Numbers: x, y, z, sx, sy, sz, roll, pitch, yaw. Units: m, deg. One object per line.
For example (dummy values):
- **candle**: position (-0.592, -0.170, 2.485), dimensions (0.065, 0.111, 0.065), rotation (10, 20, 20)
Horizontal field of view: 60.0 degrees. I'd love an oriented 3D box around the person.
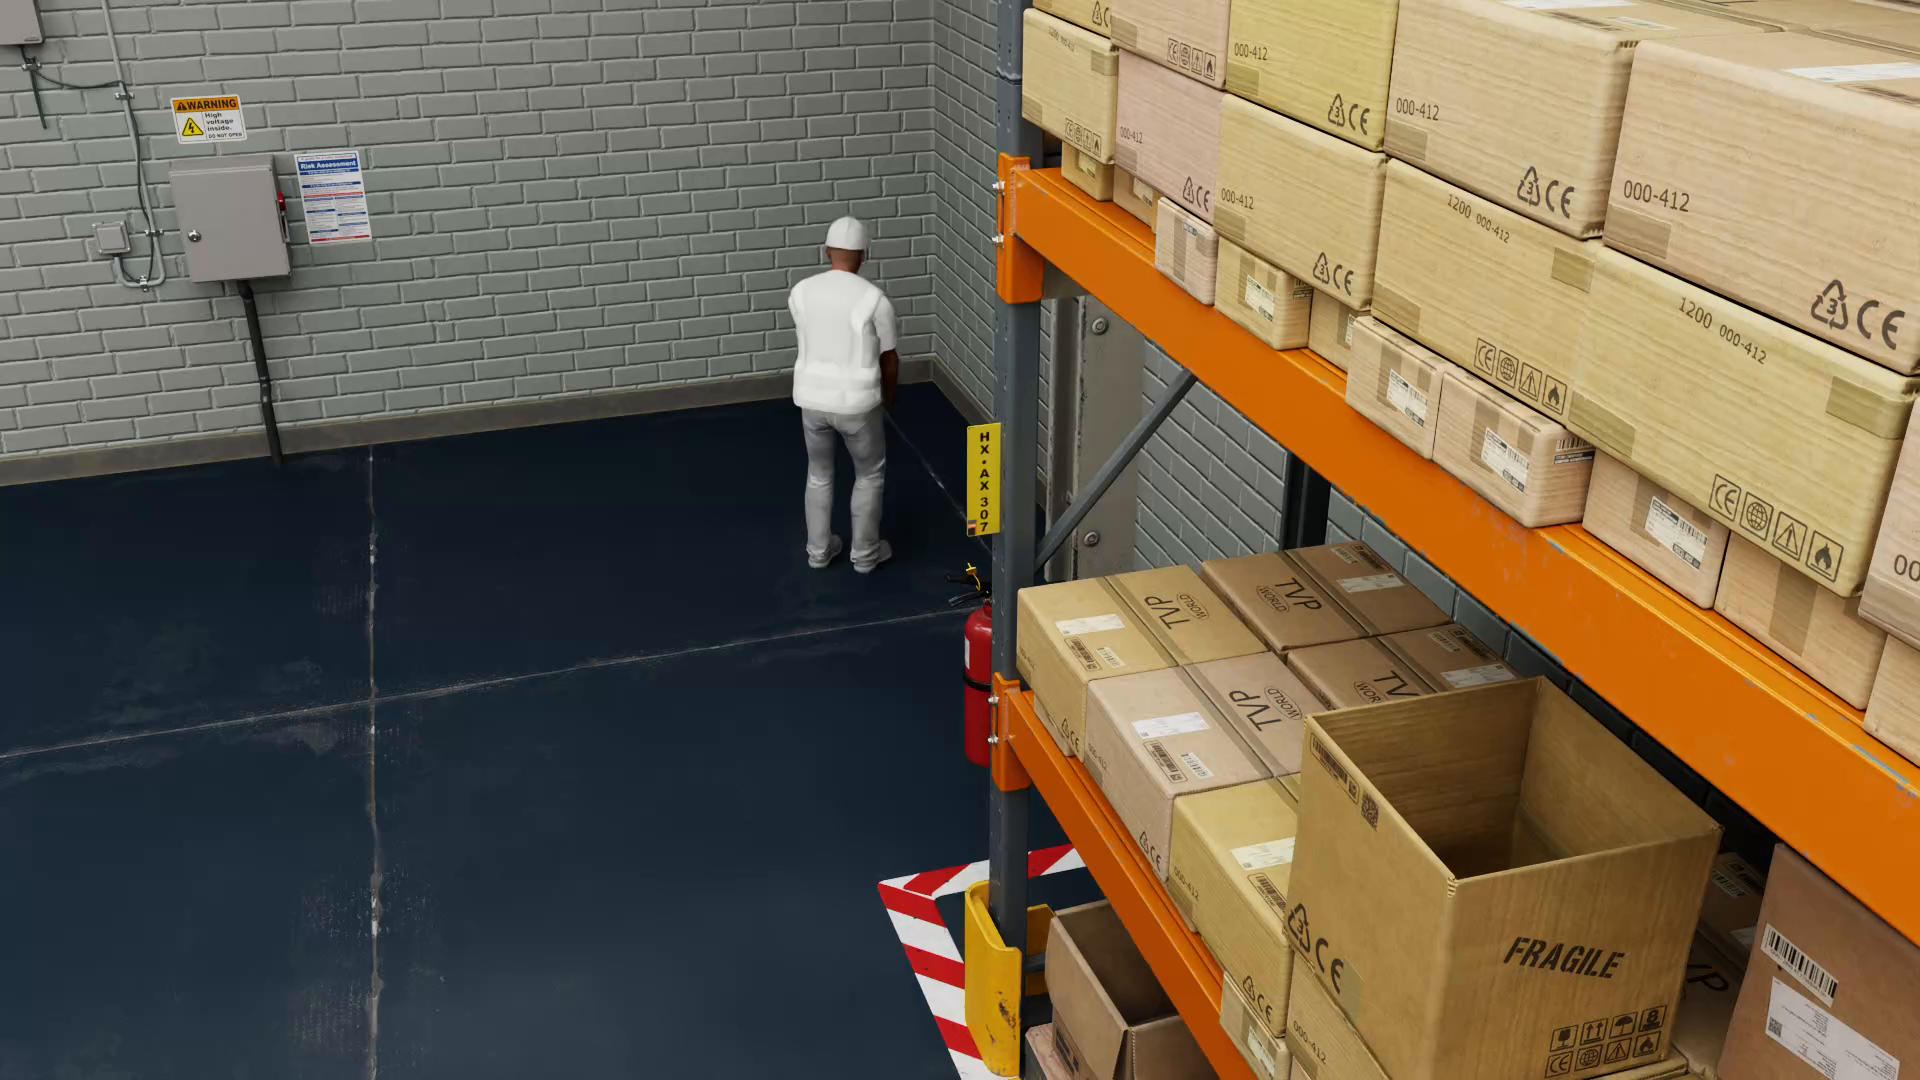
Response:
- **person**: position (-0.543, -0.701, 8.045), dimensions (0.500, 1.736, 0.597), rotation (9, 28, 18)
